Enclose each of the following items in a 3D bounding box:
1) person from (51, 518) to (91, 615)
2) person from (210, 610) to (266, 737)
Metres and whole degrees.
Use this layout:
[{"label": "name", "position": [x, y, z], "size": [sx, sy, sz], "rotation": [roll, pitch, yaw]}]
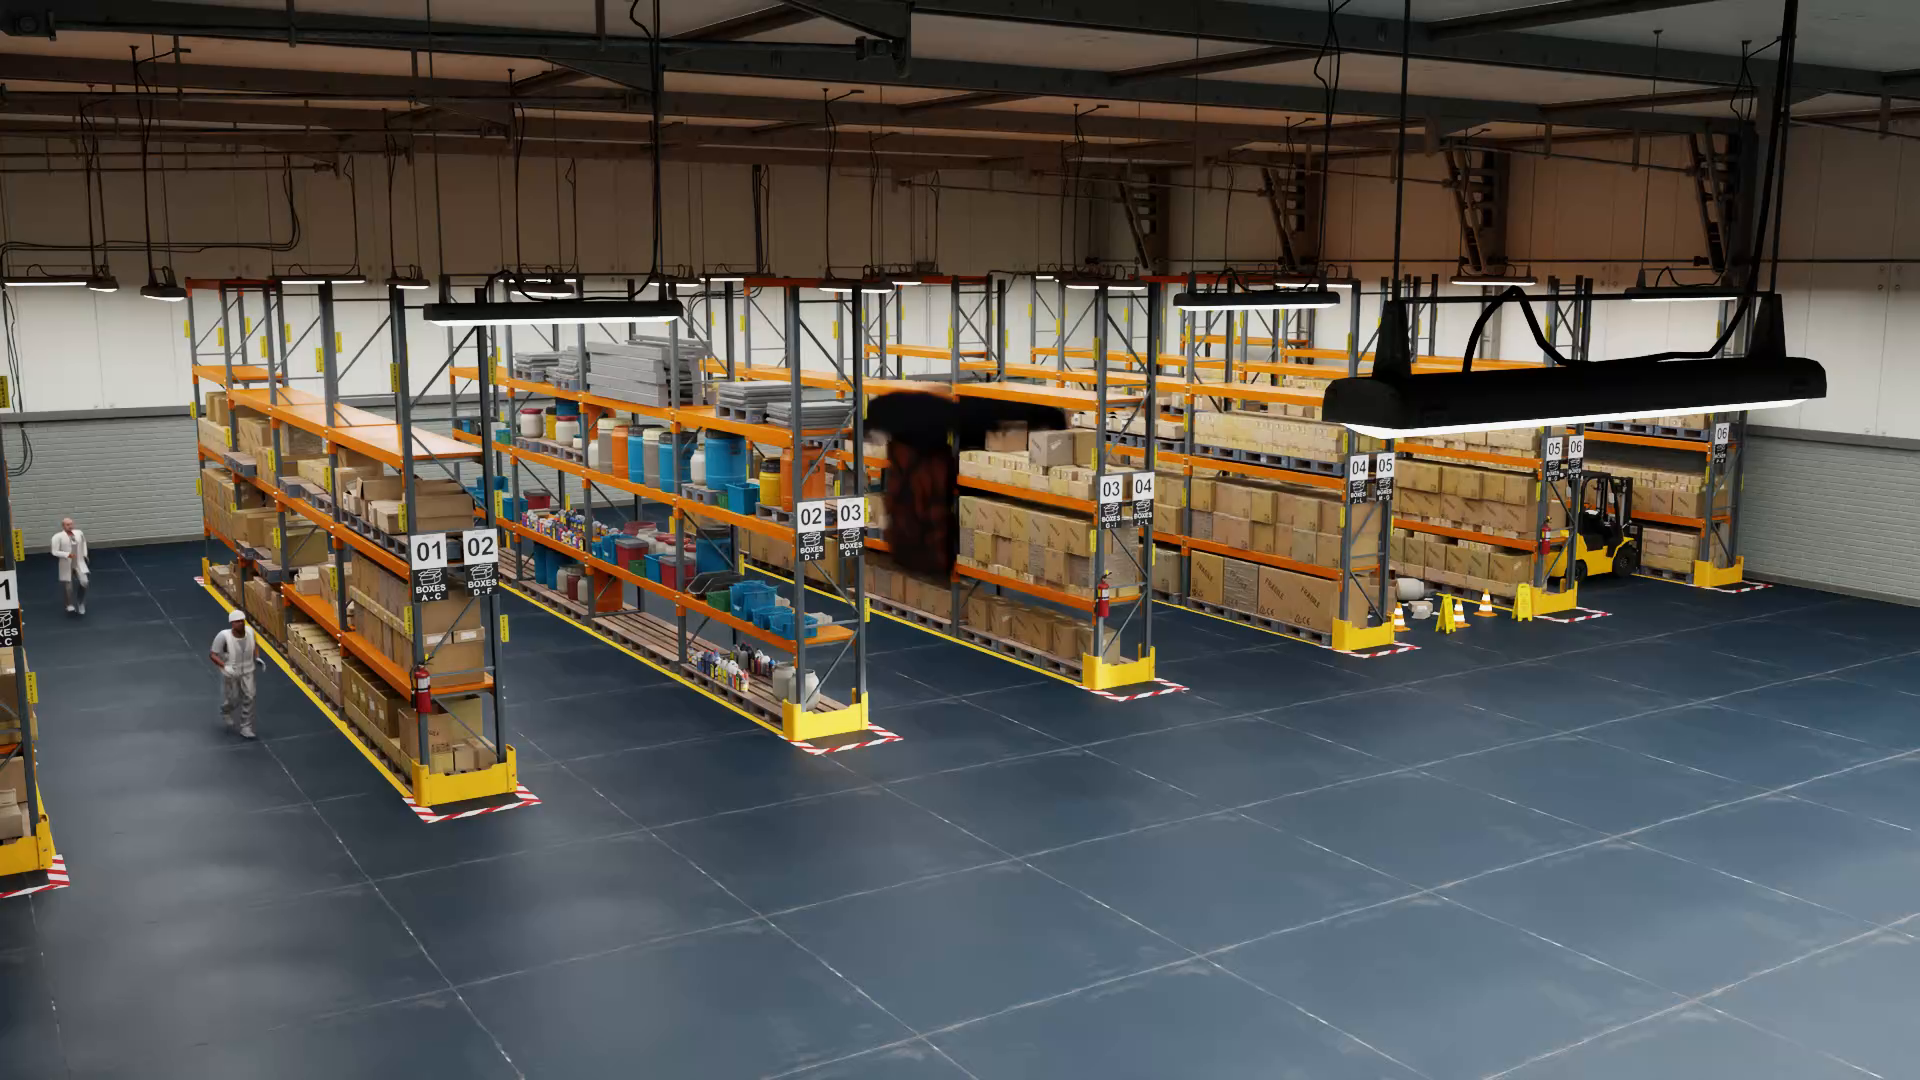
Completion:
[{"label": "person", "position": [-15.936, 0.481, 29.854], "size": [0.663, 1.780, 0.849], "rotation": [-9, 13, -44]}, {"label": "person", "position": [-9.745, 1.765, 22.342], "size": [0.685, 1.731, 0.788], "rotation": [-9, 13, -44]}]
